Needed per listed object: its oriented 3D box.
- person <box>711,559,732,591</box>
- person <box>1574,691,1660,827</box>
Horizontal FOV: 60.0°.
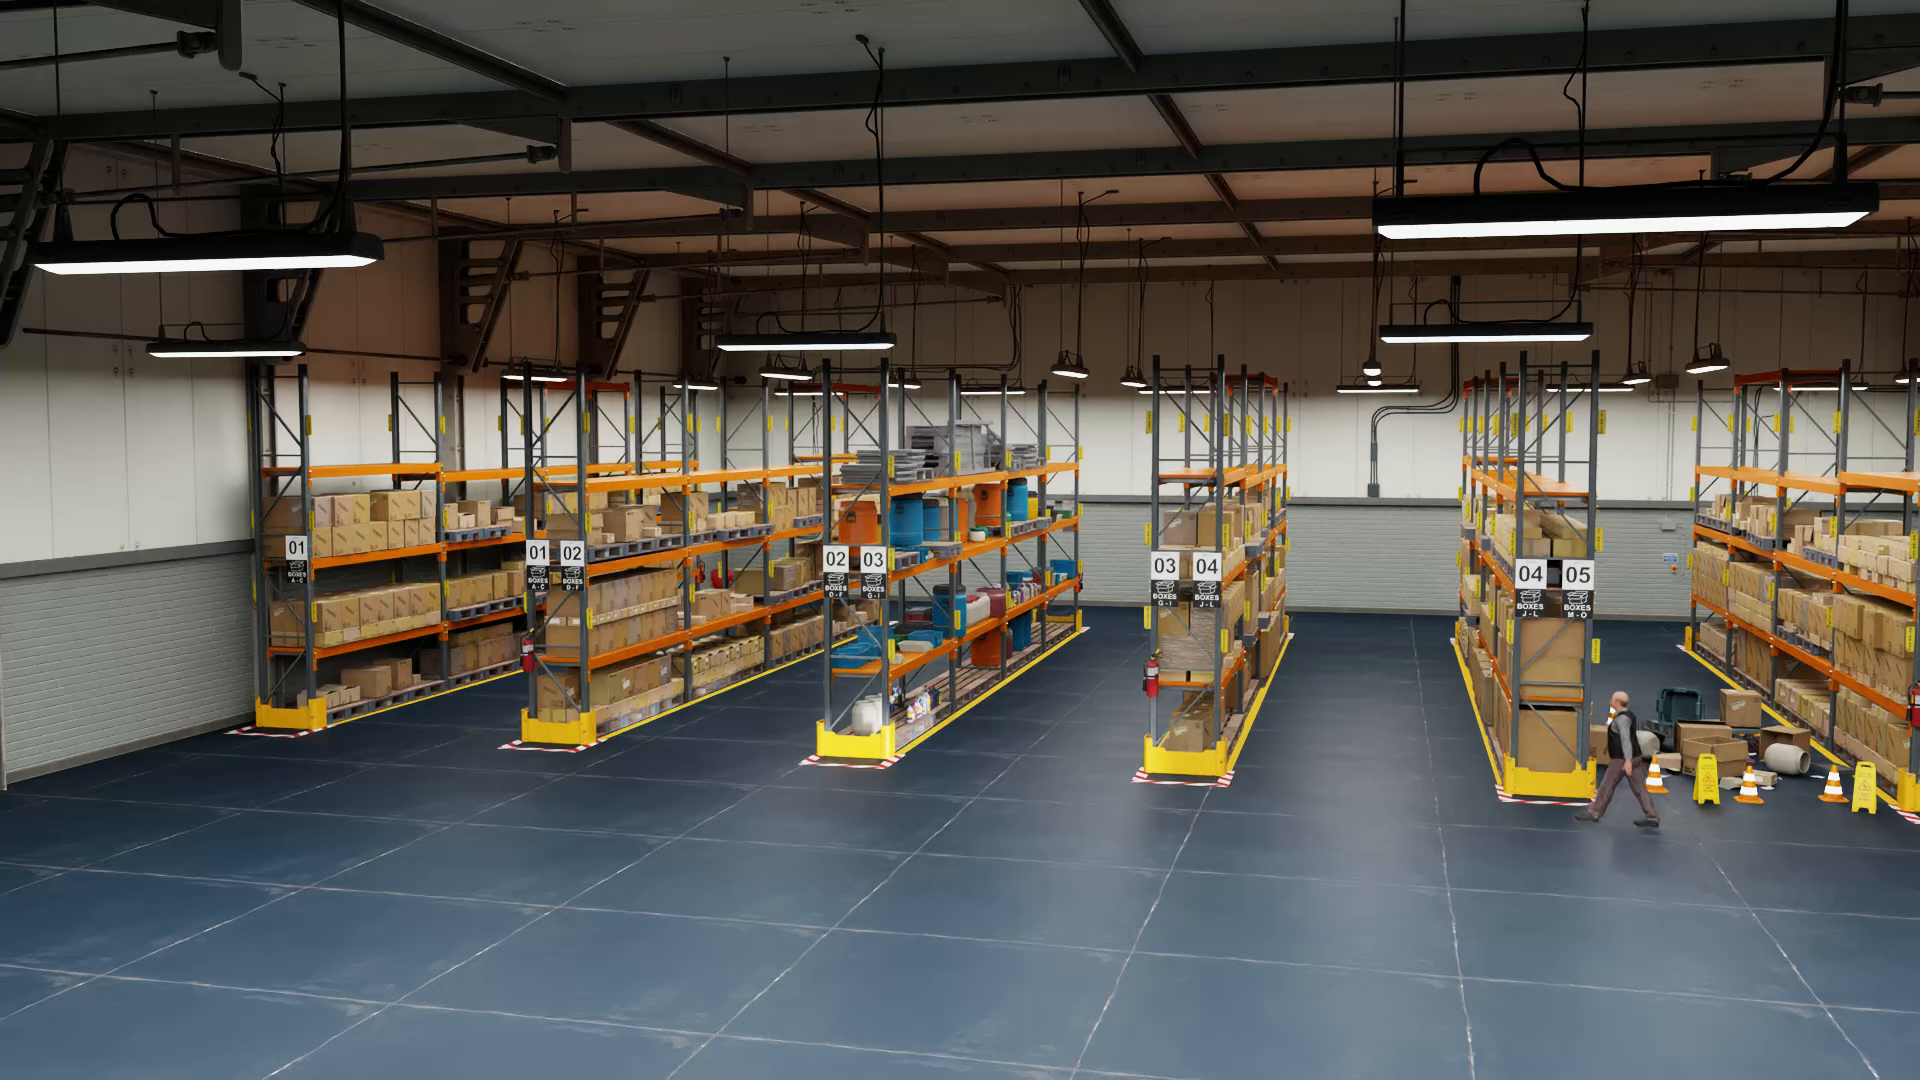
[{"bbox_3d":[-5.908,1.304,41.293,0.547,1.674,0.951,1,4,11],"label":"person"},{"bbox_3d":[8.237,2.711,20.753,0.991,1.656,0.573,3,5,38],"label":"person"}]
